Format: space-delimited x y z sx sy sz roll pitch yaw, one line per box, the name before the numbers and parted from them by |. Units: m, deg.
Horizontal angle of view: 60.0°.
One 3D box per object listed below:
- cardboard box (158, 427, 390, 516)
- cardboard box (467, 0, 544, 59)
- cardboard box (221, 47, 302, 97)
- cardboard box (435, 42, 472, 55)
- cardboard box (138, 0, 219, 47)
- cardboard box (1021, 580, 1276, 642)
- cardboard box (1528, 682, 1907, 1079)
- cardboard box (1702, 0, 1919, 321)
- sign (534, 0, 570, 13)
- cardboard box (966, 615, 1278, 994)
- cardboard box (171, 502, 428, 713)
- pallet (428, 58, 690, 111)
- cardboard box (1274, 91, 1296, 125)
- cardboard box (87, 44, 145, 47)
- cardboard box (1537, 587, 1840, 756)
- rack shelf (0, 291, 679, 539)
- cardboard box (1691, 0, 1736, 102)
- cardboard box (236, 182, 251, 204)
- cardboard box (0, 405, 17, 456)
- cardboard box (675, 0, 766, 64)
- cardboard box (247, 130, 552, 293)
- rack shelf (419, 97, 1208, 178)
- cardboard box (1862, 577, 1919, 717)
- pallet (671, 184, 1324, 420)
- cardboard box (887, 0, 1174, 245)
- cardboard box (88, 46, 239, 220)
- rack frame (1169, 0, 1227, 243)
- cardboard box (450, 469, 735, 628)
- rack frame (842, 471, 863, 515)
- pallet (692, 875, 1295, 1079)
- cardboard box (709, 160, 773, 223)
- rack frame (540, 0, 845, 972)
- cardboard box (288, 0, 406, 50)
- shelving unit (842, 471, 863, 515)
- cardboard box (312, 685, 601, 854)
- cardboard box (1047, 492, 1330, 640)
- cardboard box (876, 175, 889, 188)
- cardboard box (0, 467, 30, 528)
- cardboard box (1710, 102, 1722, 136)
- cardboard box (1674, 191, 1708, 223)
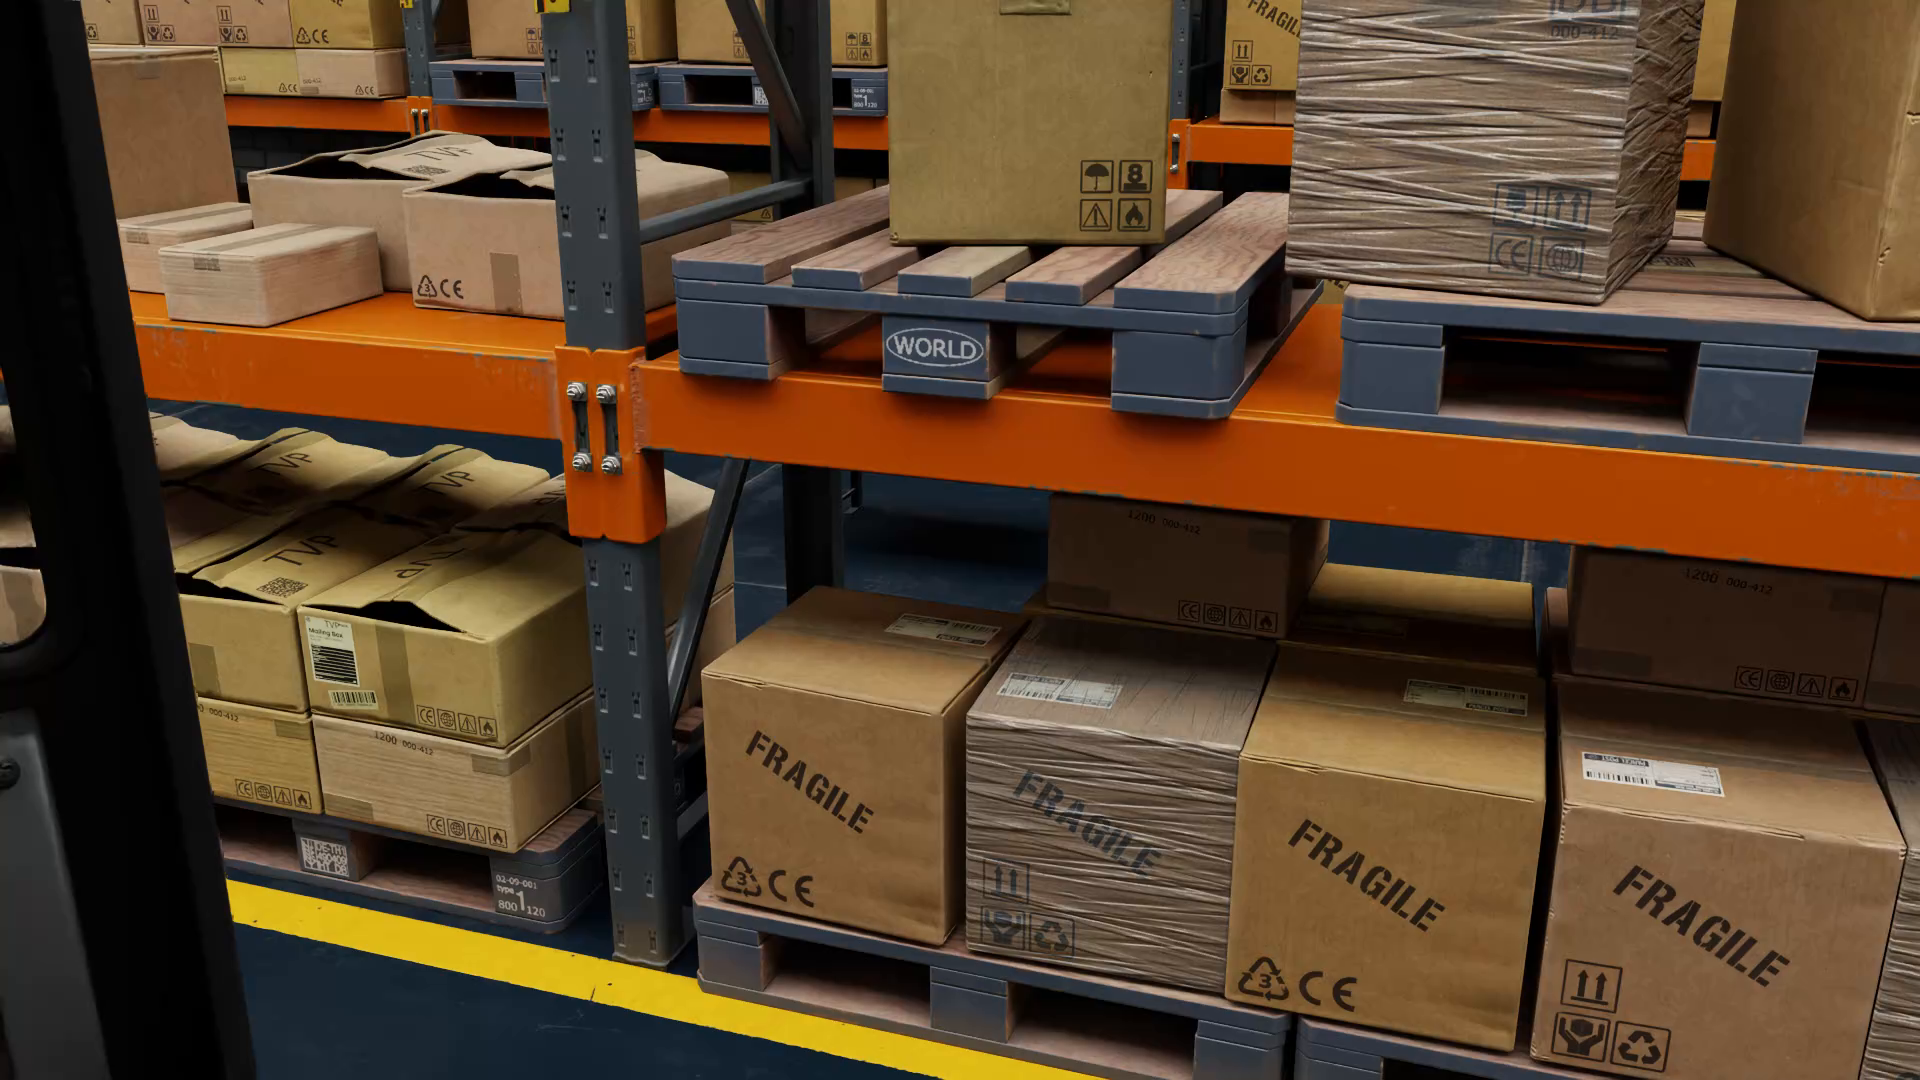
cardboard box | -1.889 -0.096 4.483 0.500 0.311 0.500 6 20 17
cardboard box | -2.198 -2.836 8.834 0.500 0.500 0.700 7 20 18
cardboard box | -3.682 -2.598 9.171 0.500 0.250 0.500 7 20 18
cardboard box | -3.041 -2.703 9.470 0.500 0.250 0.500 7 20 19
cardboard box | -4.161 -3.004 9.195 0.500 0.500 0.500 6 20 16
cardboard box | 0.449 0.327 3.711 0.500 0.500 0.500 7 21 20
cardboard box | 1.288 0.602 2.921 0.500 0.500 0.500 6 20 16
cardboard box | 1.578 -0.659 2.619 0.500 0.500 0.700 1 19 4
sign | -0.690 -1.048 2.765 0.005 0.325 0.100 7 20 18
cardboard box | 0.321 0.492 3.238 0.500 0.500 0.500 6 20 16
cardboard box | -1.580 0.127 3.841 0.500 0.311 0.500 6 20 17
pallet | -1.993 -2.428 8.776 1.213 0.211 1.003 7 20 18
cardboard box | 1.581 -1.968 7.515 0.250 0.149 0.380 7 20 19
cardboard box | -4.638 -2.702 9.468 0.500 0.250 0.500 7 20 19
cardboard box | 1.436 0.438 3.393 0.500 0.500 0.500 6 20 16
rack shelf | -2.400 -0.550 4.190 4.000 0.370 1.077 7 20 18
cardboard box | 2.940 -2.112 6.944 0.500 0.500 0.500 7 20 20
cardboard box | -4.607 -1.847 9.946 0.500 0.500 0.700 5 20 15
cardboard box | -2.849 -0.207 4.800 0.500 0.311 0.500 6 20 18
cardboard box | -1.040 -2.712 8.478 0.500 0.500 0.700 10 21 26
cardboard box | -1.292 -0.788 3.917 0.500 0.311 0.500 6 20 17
rack shelf | -0.778 -2.091 8.610 4.000 0.370 1.077 7 20 18
cardboard box | 1.946 0.141 3.105 0.500 0.250 0.500 7 20 18
pallet | 0.152 -0.532 3.336 1.003 0.211 1.213 7 20 18
cardboard box | 0.121 -0.886 3.272 0.500 0.500 0.700 0 19 0
cardboard box | -2.101 -0.897 3.941 0.500 0.500 0.500 5 20 15
rack frame | 1.111 -2.214 7.872 0.127 3.000 1.000 7 20 18
cardboard box | -0.909 0.014 4.167 0.500 0.311 0.500 7 20 20
rack frame | -0.474 -0.585 6.047 0.032 1.125 0.500 7 20 18
pallet | 0.182 0.735 3.646 1.213 0.211 1.003 7 20 18
cardboard box | -1.057 -1.852 8.822 0.500 0.250 0.500 6 20 16
rack frame | -0.511 -0.674 3.452 0.127 3.000 1.000 7 20 18
cardboard box | -3.216 -2.894 8.880 0.500 0.500 0.500 6 20 18
shelving unit | 0.006 -0.530 5.889 1.048 1.125 0.538 7 20 18
cardboard box | -1.088 0.445 3.781 0.500 0.250 0.500 7 20 19
cardboard box | 0.504 -0.022 3.573 0.500 0.250 0.500 7 21 20
cardboard box | -0.104 -1.738 8.496 0.500 0.250 0.500 7 20 19
cardboard box | -2.528 0.017 4.157 0.500 0.311 0.500 7 20 20
cardboard box | 3.292 -1.772 6.955 0.250 0.149 0.380 6 20 17
cardboard box | 3.392 -1.090 7.275 0.750 0.750 0.750 7 20 20
